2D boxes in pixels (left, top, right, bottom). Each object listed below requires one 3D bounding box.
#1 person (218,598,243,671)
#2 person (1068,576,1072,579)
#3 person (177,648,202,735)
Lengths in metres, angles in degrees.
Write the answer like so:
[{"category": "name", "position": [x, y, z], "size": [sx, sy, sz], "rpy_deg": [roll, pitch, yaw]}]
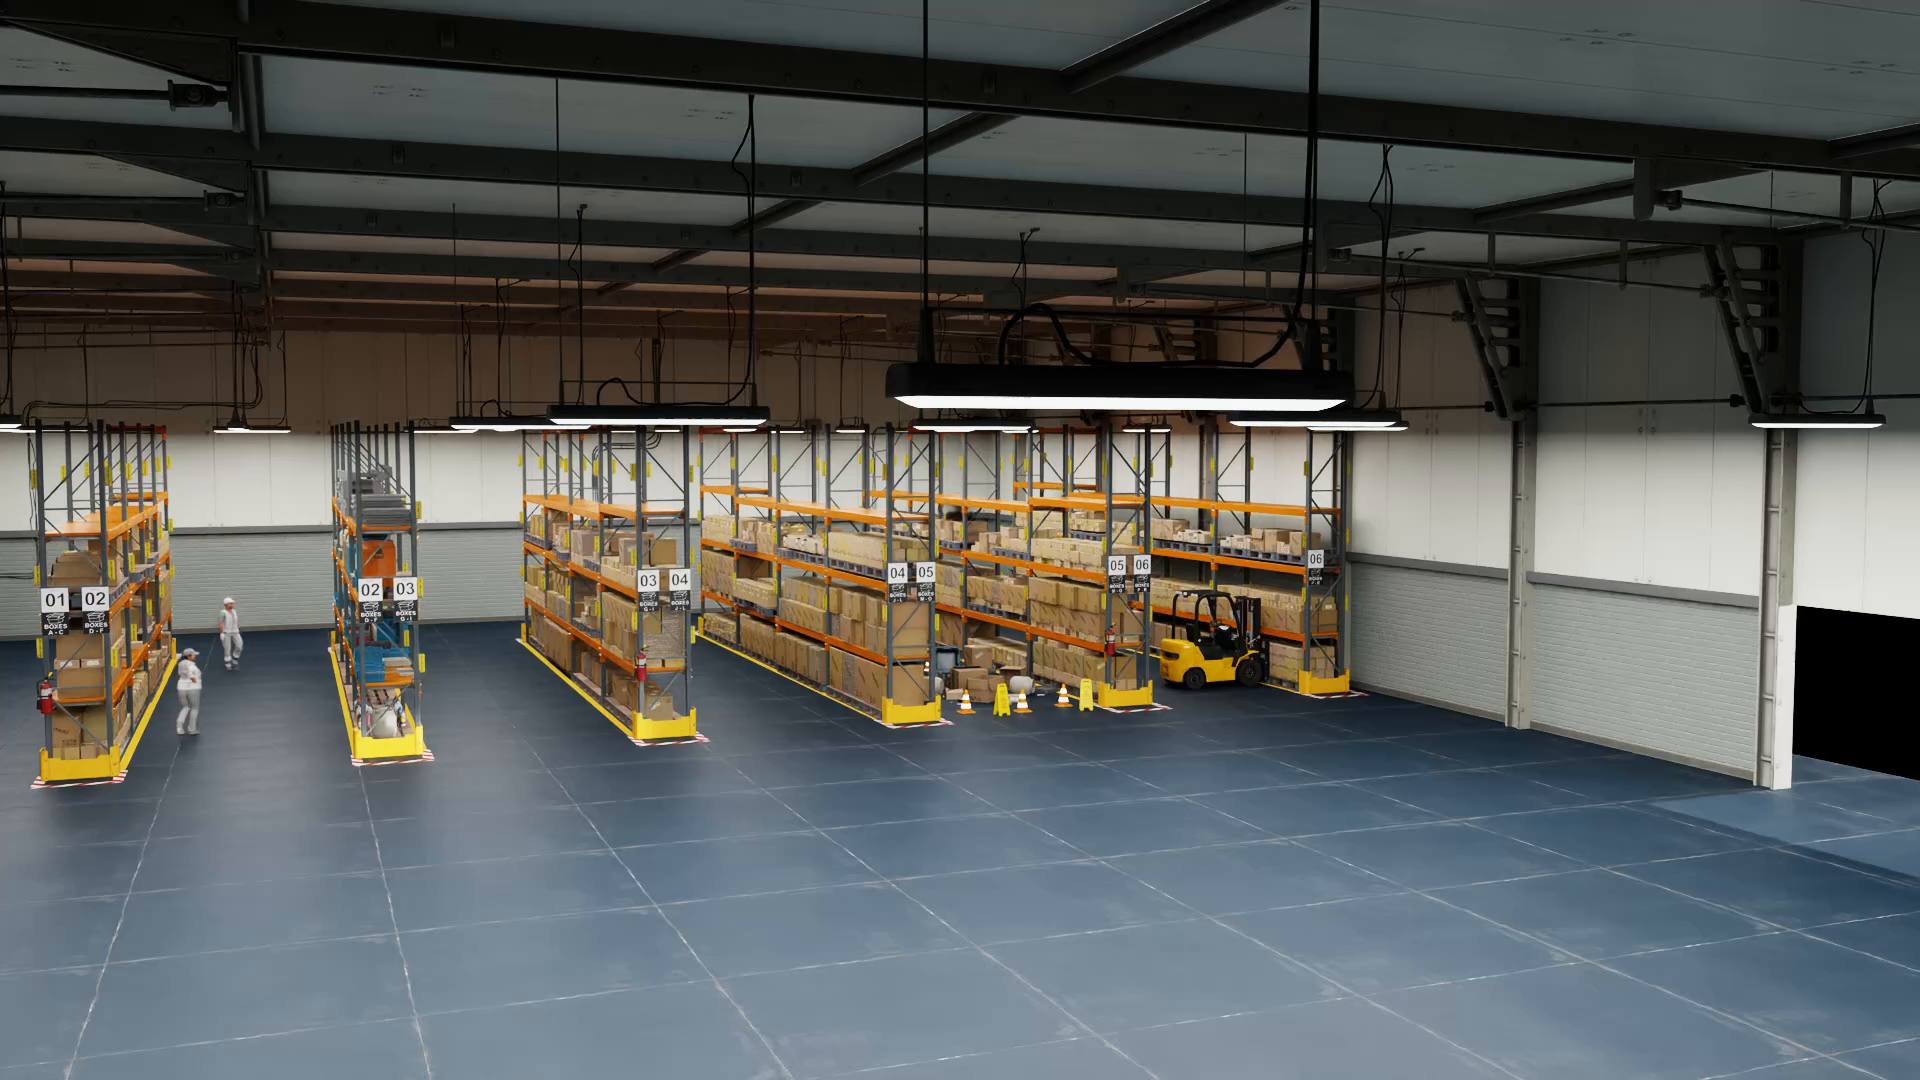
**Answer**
[{"category": "person", "position": [-17.823, 2.308, 40.592], "size": [0.551, 1.806, 0.552], "rpy_deg": [-3, 5, -39]}, {"category": "person", "position": [2.881, 1.879, 45.356], "size": [0.613, 1.771, 0.572], "rpy_deg": [1, 4, 18]}, {"category": "person", "position": [-14.741, 2.892, 31.804], "size": [0.492, 1.659, 0.511], "rpy_deg": [0, 4, 8]}]
